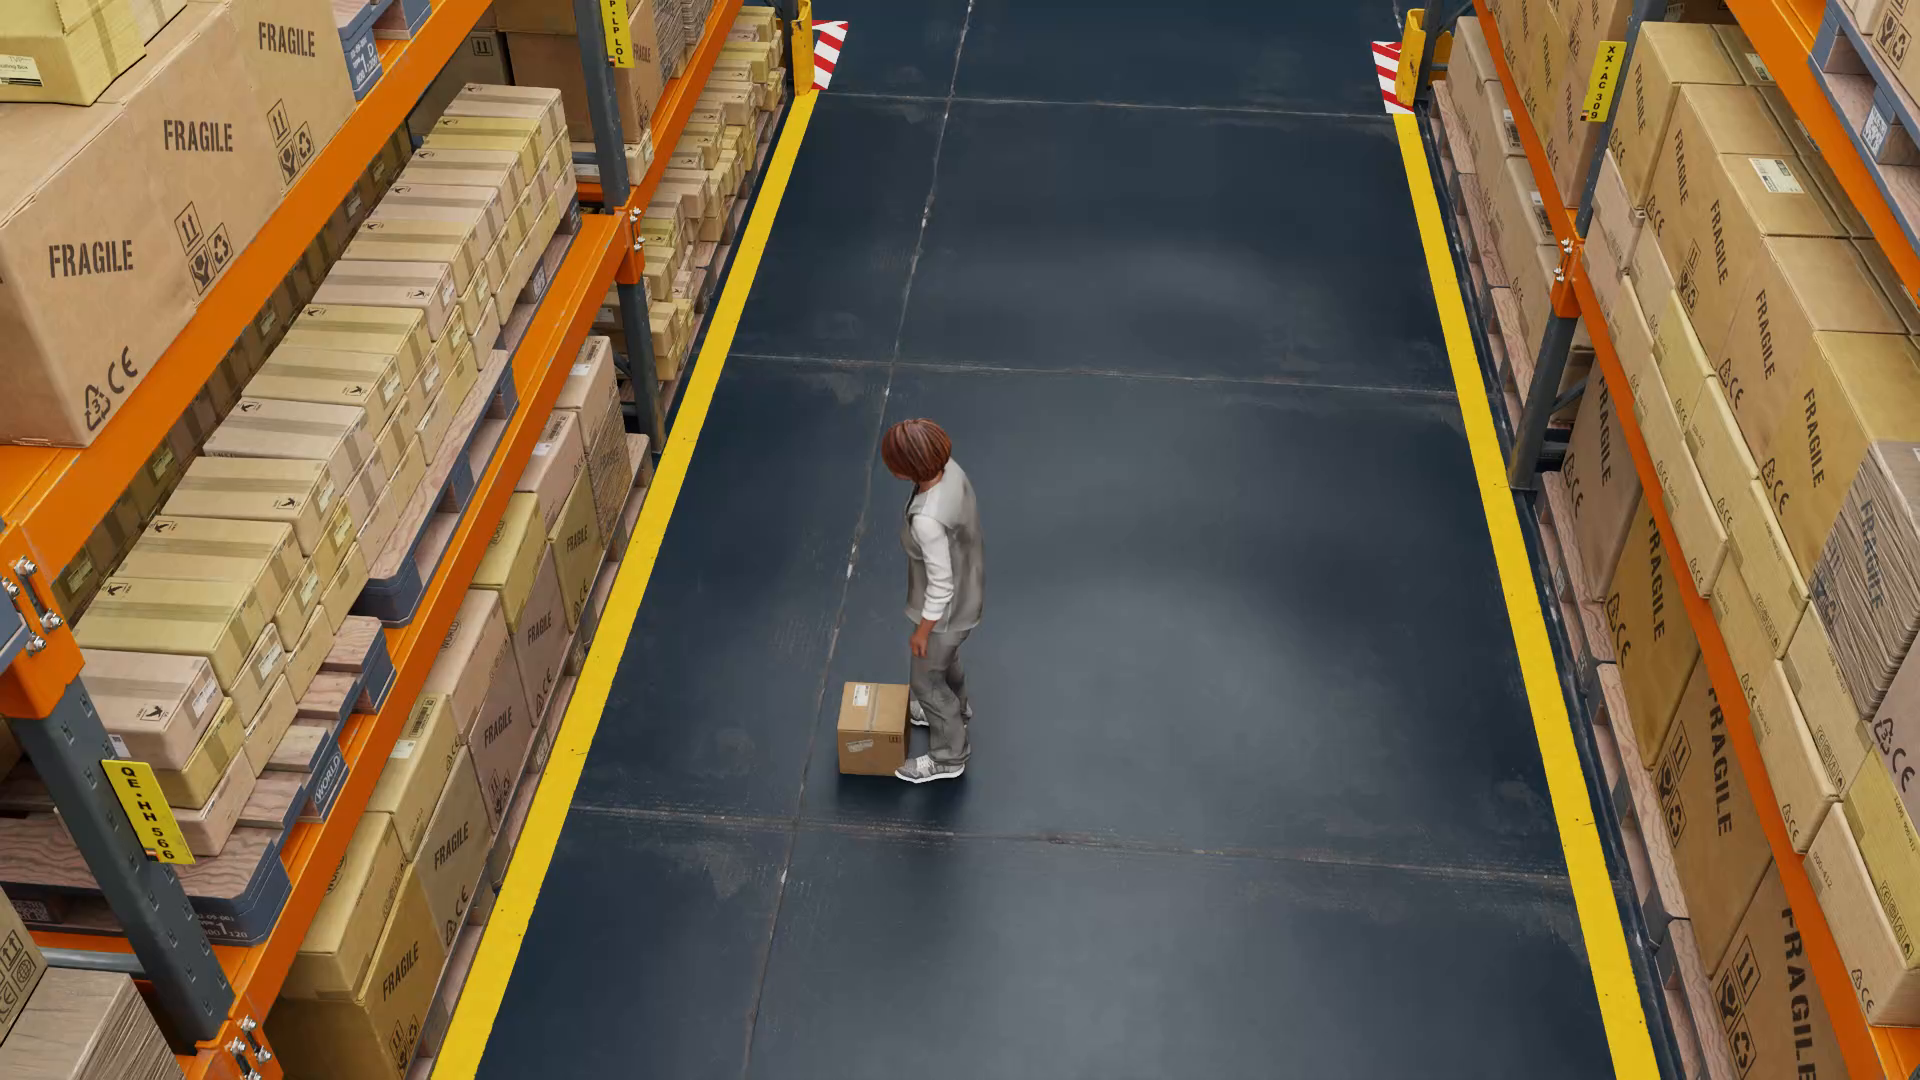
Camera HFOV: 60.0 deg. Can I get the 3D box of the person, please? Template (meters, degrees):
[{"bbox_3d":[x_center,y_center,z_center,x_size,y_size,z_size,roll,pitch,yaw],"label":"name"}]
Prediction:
[{"bbox_3d":[-0.082,0.219,5.910,0.344,1.592,0.460,3,41,4],"label":"person"}]
